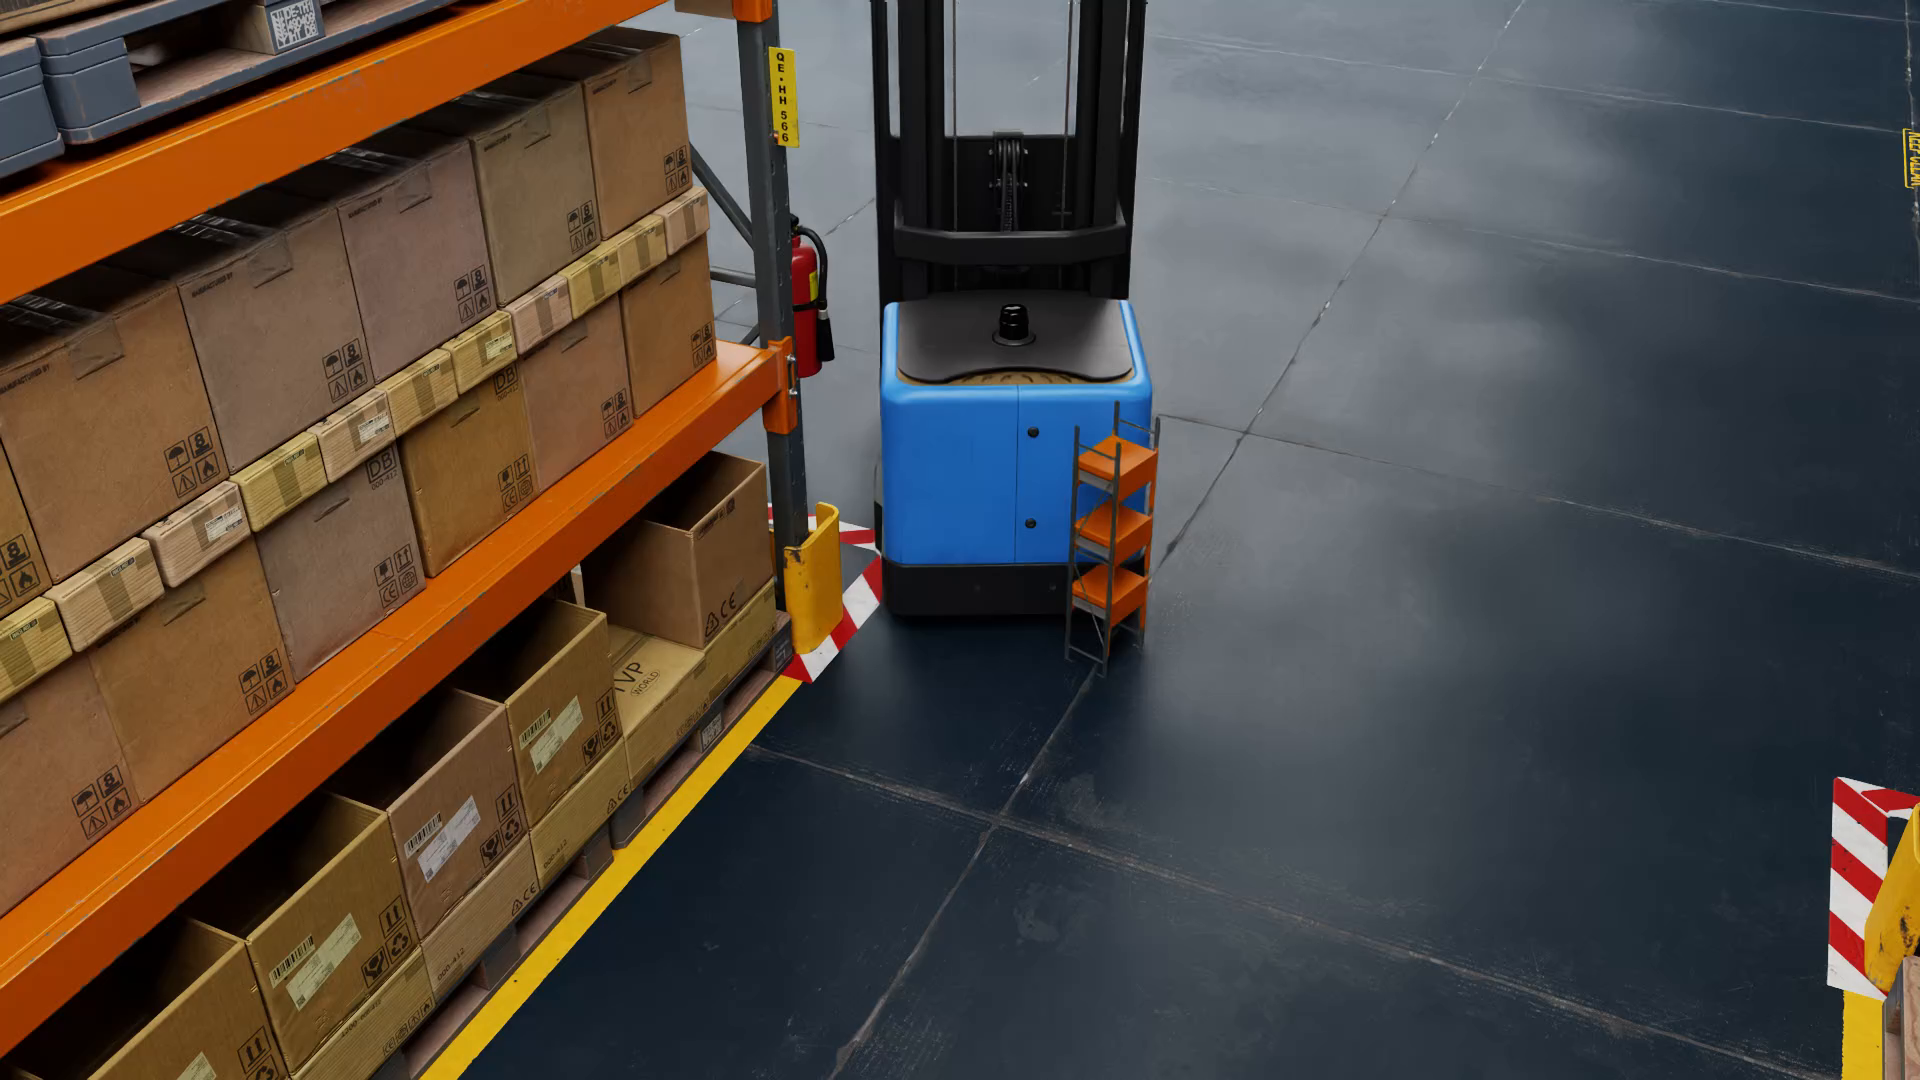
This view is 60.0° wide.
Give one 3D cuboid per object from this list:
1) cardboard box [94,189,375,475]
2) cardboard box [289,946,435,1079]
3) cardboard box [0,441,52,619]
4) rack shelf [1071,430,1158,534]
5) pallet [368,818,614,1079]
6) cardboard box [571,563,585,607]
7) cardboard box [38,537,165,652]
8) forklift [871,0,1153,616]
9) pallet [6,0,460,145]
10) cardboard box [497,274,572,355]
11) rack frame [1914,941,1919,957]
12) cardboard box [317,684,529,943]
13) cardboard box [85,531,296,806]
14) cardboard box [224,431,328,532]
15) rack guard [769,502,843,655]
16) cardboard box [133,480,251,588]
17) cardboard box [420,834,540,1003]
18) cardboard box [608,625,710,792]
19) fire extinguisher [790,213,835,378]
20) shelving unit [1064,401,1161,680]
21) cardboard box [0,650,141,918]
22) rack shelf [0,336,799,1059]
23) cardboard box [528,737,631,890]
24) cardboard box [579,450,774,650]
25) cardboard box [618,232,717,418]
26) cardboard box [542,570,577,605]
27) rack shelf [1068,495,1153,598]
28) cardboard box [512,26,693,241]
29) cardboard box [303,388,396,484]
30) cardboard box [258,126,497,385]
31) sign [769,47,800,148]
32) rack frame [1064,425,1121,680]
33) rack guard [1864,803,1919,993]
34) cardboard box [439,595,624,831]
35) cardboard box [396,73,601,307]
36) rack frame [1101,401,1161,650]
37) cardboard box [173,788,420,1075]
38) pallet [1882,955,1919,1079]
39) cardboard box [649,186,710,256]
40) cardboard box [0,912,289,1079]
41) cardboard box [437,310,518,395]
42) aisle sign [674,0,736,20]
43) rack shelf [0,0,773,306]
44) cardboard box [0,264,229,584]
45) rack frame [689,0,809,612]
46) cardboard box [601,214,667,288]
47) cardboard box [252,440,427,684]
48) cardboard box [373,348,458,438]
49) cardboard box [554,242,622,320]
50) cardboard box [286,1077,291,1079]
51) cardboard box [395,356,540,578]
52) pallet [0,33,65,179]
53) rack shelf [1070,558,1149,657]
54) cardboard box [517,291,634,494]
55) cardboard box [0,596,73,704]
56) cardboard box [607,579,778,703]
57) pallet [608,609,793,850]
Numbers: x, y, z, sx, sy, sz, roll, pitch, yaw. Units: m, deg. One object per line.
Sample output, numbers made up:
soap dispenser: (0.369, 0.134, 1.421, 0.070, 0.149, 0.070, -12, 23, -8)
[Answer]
cardboard box: (-1.930, -0.562, 4.098, 0.700, 0.500, 0.500, 14, 36, 21)
cardboard box: (-1.843, 1.311, 4.639, 0.500, 0.250, 0.500, 14, 36, 20)
cardboard box: (-2.350, -0.064, 3.339, 0.700, 0.500, 0.500, 14, 36, 20)
rack shelf: (0.568, -0.215, 6.122, 0.215, 0.259, 0.240, 25, 41, 33)
pallet: (-1.860, 1.164, 5.282, 1.003, 0.211, 1.213, 14, 36, 20)
cardboard box: (-1.493, 0.192, 6.346, 0.500, 0.250, 0.500, 14, 36, 20)
cardboard box: (-2.025, 0.083, 3.706, 0.380, 0.149, 0.250, 13, 35, 19)
forklift: (0.184, -1.696, 7.164, 1.130, 2.935, 3.031, -1, 33, -1)
pallet: (-1.895, -1.259, 3.780, 1.003, 0.211, 1.213, 14, 36, 20)
cardboard box: (-1.376, -0.694, 4.890, 0.380, 0.149, 0.250, 15, 36, 21)
rack frame: (3.434, 0.137, 4.306, 1.000, 3.000, 0.127, 14, 36, 20)
cardboard box: (-1.636, 0.748, 4.814, 0.500, 0.500, 0.500, 14, 36, 20)
cardboard box: (-2.132, 0.217, 4.093, 0.700, 0.500, 0.500, 15, 36, 21)
cardboard box: (-1.807, -0.181, 4.107, 0.380, 0.149, 0.250, 14, 36, 20)
rack guard: (-1.056, 0.035, 6.740, 1.175, 0.500, 0.348, 14, 36, 20)
cardboard box: (-1.916, -0.051, 3.909, 0.380, 0.149, 0.250, 13, 35, 19)
cardboard box: (-1.639, 1.061, 5.021, 0.500, 0.250, 0.500, 14, 36, 20)
cardboard box: (-1.221, 0.563, 5.781, 0.500, 0.250, 0.500, 14, 36, 20)
fire extinguisher: (-0.595, -0.918, 5.985, 0.296, 0.674, 0.183, 14, 36, 20)
shelving unit: (0.568, 0.013, 6.272, 0.215, 1.050, 0.252, 25, 41, 33)
cardboard box: (-2.345, 0.466, 3.713, 0.700, 0.500, 0.500, 14, 36, 20)
rack shelf: (-1.903, 0.299, 4.715, 1.077, 0.370, 4.000, 14, 36, 20)
cardboard box: (-1.428, 0.812, 5.400, 0.500, 0.250, 0.500, 14, 36, 20)
cardboard box: (-1.021, -0.002, 5.958, 0.500, 0.500, 0.500, 14, 36, 20)
cardboard box: (-1.273, -0.810, 5.659, 0.700, 0.500, 0.500, 14, 36, 20)
cardboard box: (-1.700, 0.128, 5.760, 0.500, 0.500, 0.500, 14, 36, 20)
rack shelf: (0.568, 0.022, 6.278, 0.215, 0.259, 0.240, 25, 41, 33)
cardboard box: (-1.296, -1.326, 5.263, 0.700, 0.500, 0.500, 14, 36, 21)
cardboard box: (-1.700, -0.304, 4.295, 0.380, 0.149, 0.250, 14, 36, 20)
cardboard box: (-1.721, -0.812, 4.478, 0.700, 0.500, 0.500, 14, 36, 21)
sign: (-0.579, -1.450, 5.454, 0.100, 0.325, 0.005, 14, 36, 20)
rack frame: (0.489, 0.064, 6.195, 0.200, 1.050, 0.008, 25, 41, 33)
rack guard: (3.403, 1.220, 4.934, 1.175, 0.500, 0.348, 14, 36, 20)
cardboard box: (-1.426, 0.499, 5.193, 0.500, 0.500, 0.500, 14, 36, 20)
cardboard box: (-1.511, -1.063, 4.862, 0.700, 0.500, 0.500, 13, 36, 19)
rack frame: (0.647, -0.038, 6.350, 0.200, 1.050, 0.008, 25, 41, 33)
cardboard box: (-1.843, 0.998, 4.434, 0.500, 0.500, 0.500, 14, 36, 20)
pallet: (3.031, 1.737, 4.408, 1.003, 0.211, 1.213, 14, 36, 20)
cardboard box: (-1.053, -1.077, 5.474, 0.380, 0.149, 0.250, 14, 36, 20)
cardboard box: (-2.060, 1.245, 4.057, 0.500, 0.500, 0.500, 14, 36, 20)
cardboard box: (-1.485, -0.563, 4.691, 0.380, 0.149, 0.250, 15, 36, 22)
aisle sign: (-0.772, -2.050, 5.271, 0.394, 0.787, 0.004, 14, 36, 20)
rack shelf: (-1.903, -0.955, 3.892, 1.077, 0.370, 4.000, 14, 36, 20)
cardboard box: (-2.140, -0.314, 3.719, 0.700, 0.500, 0.500, 14, 36, 20)
rack frame: (-1.066, -0.998, 6.036, 1.000, 3.000, 0.127, 14, 36, 20)
cardboard box: (-1.162, -0.946, 5.275, 0.380, 0.149, 0.250, 15, 36, 22)
cardboard box: (-1.919, -0.039, 4.482, 0.700, 0.500, 0.500, 15, 36, 22)
cardboard box: (-1.594, -0.432, 4.490, 0.380, 0.149, 0.250, 15, 36, 22)
cardboard box: (-1.268, -0.819, 5.081, 0.380, 0.149, 0.250, 14, 36, 20)
cardboard box: (-2.057, 1.559, 4.261, 0.500, 0.250, 0.500, 14, 36, 20)
cardboard box: (-1.702, -0.302, 4.883, 0.700, 0.500, 0.500, 14, 36, 21)
pallet: (-2.407, -0.654, 2.857, 1.003, 0.211, 1.213, 14, 36, 20)
rack shelf: (0.567, 0.254, 6.431, 0.215, 0.259, 0.240, 25, 41, 33)
cardboard box: (-1.489, -0.548, 5.258, 0.700, 0.500, 0.500, 15, 36, 22)
cardboard box: (-2.132, 0.207, 3.516, 0.380, 0.149, 0.250, 14, 36, 20)
cardboard box: (-1.022, 0.311, 6.164, 0.500, 0.250, 0.500, 14, 36, 20)
pallet: (-1.348, 0.559, 6.205, 1.003, 0.211, 1.213, 14, 36, 20)
